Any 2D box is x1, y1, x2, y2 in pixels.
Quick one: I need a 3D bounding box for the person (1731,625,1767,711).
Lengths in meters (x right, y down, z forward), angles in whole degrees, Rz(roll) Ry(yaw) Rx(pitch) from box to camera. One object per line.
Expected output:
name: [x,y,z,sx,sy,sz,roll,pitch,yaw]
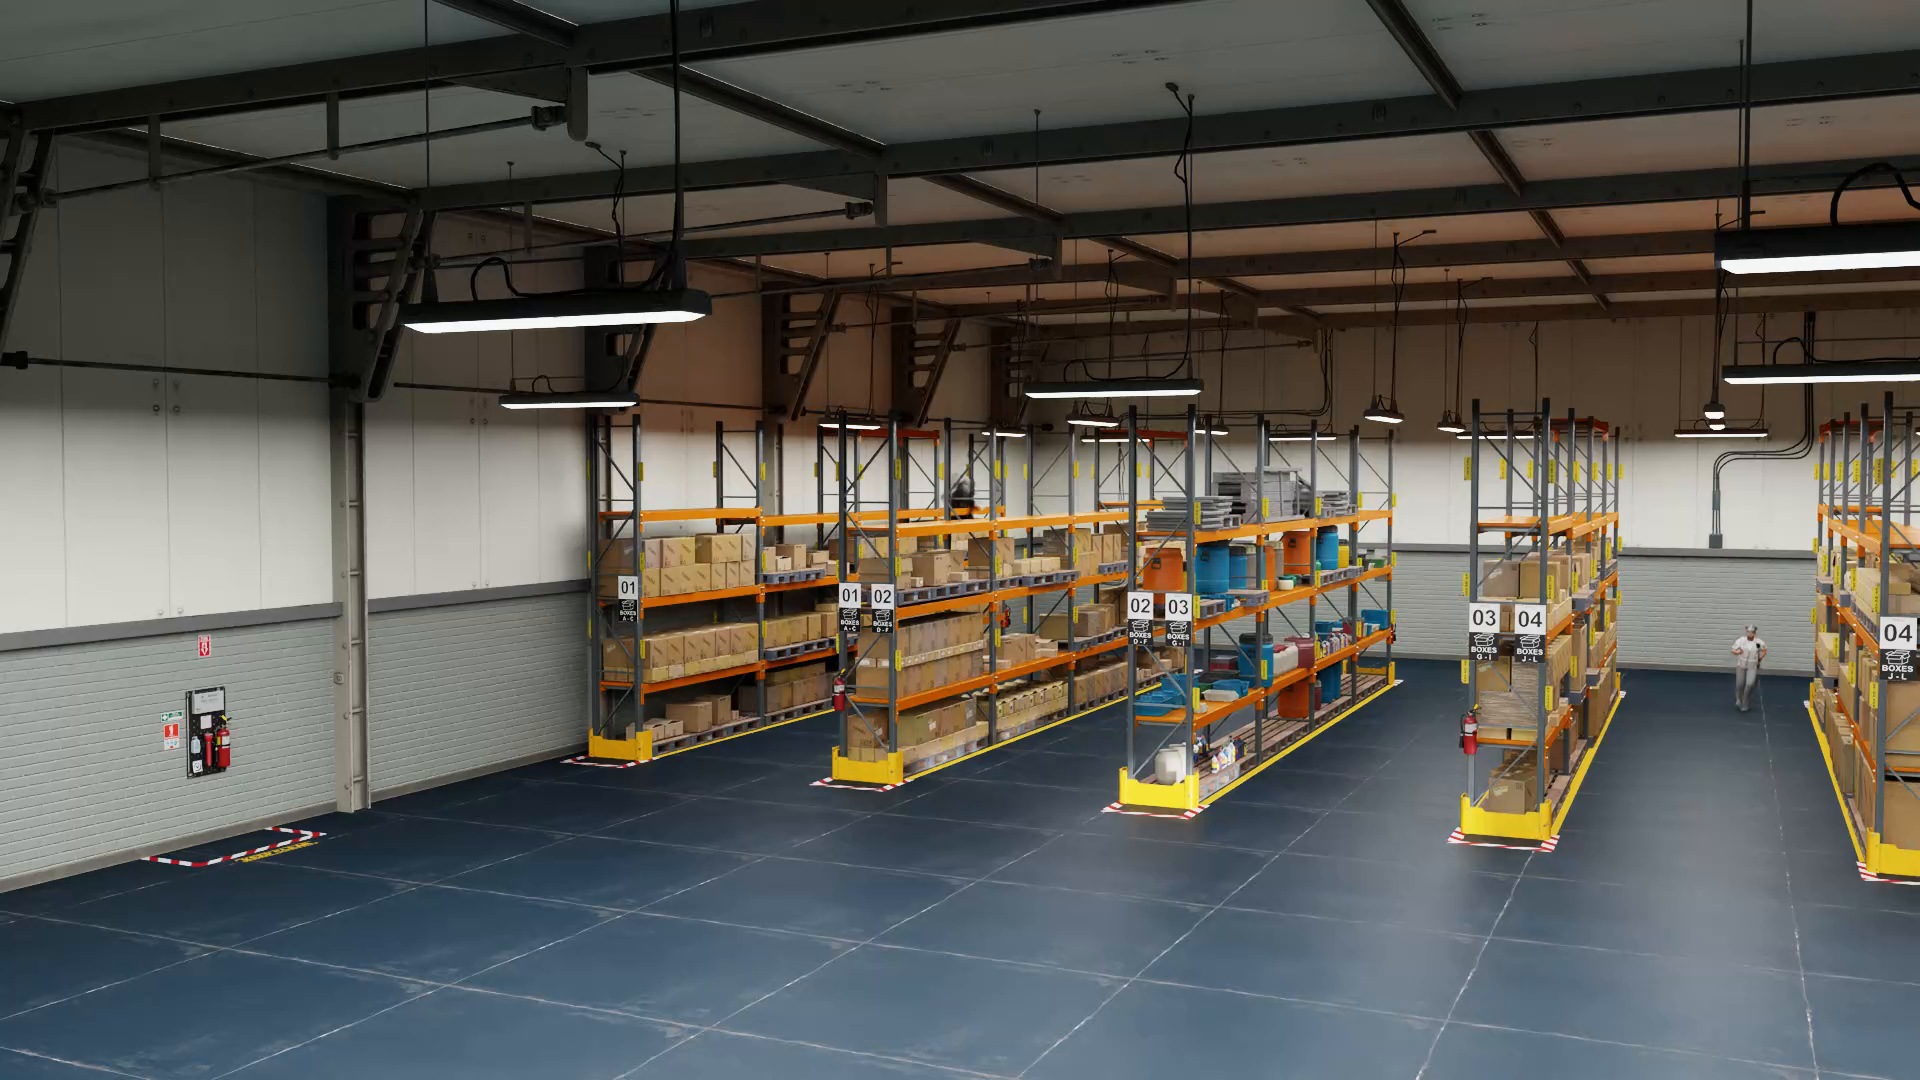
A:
person: [16.573,2.699,34.967,0.646,1.856,0.767,1,3,30]
